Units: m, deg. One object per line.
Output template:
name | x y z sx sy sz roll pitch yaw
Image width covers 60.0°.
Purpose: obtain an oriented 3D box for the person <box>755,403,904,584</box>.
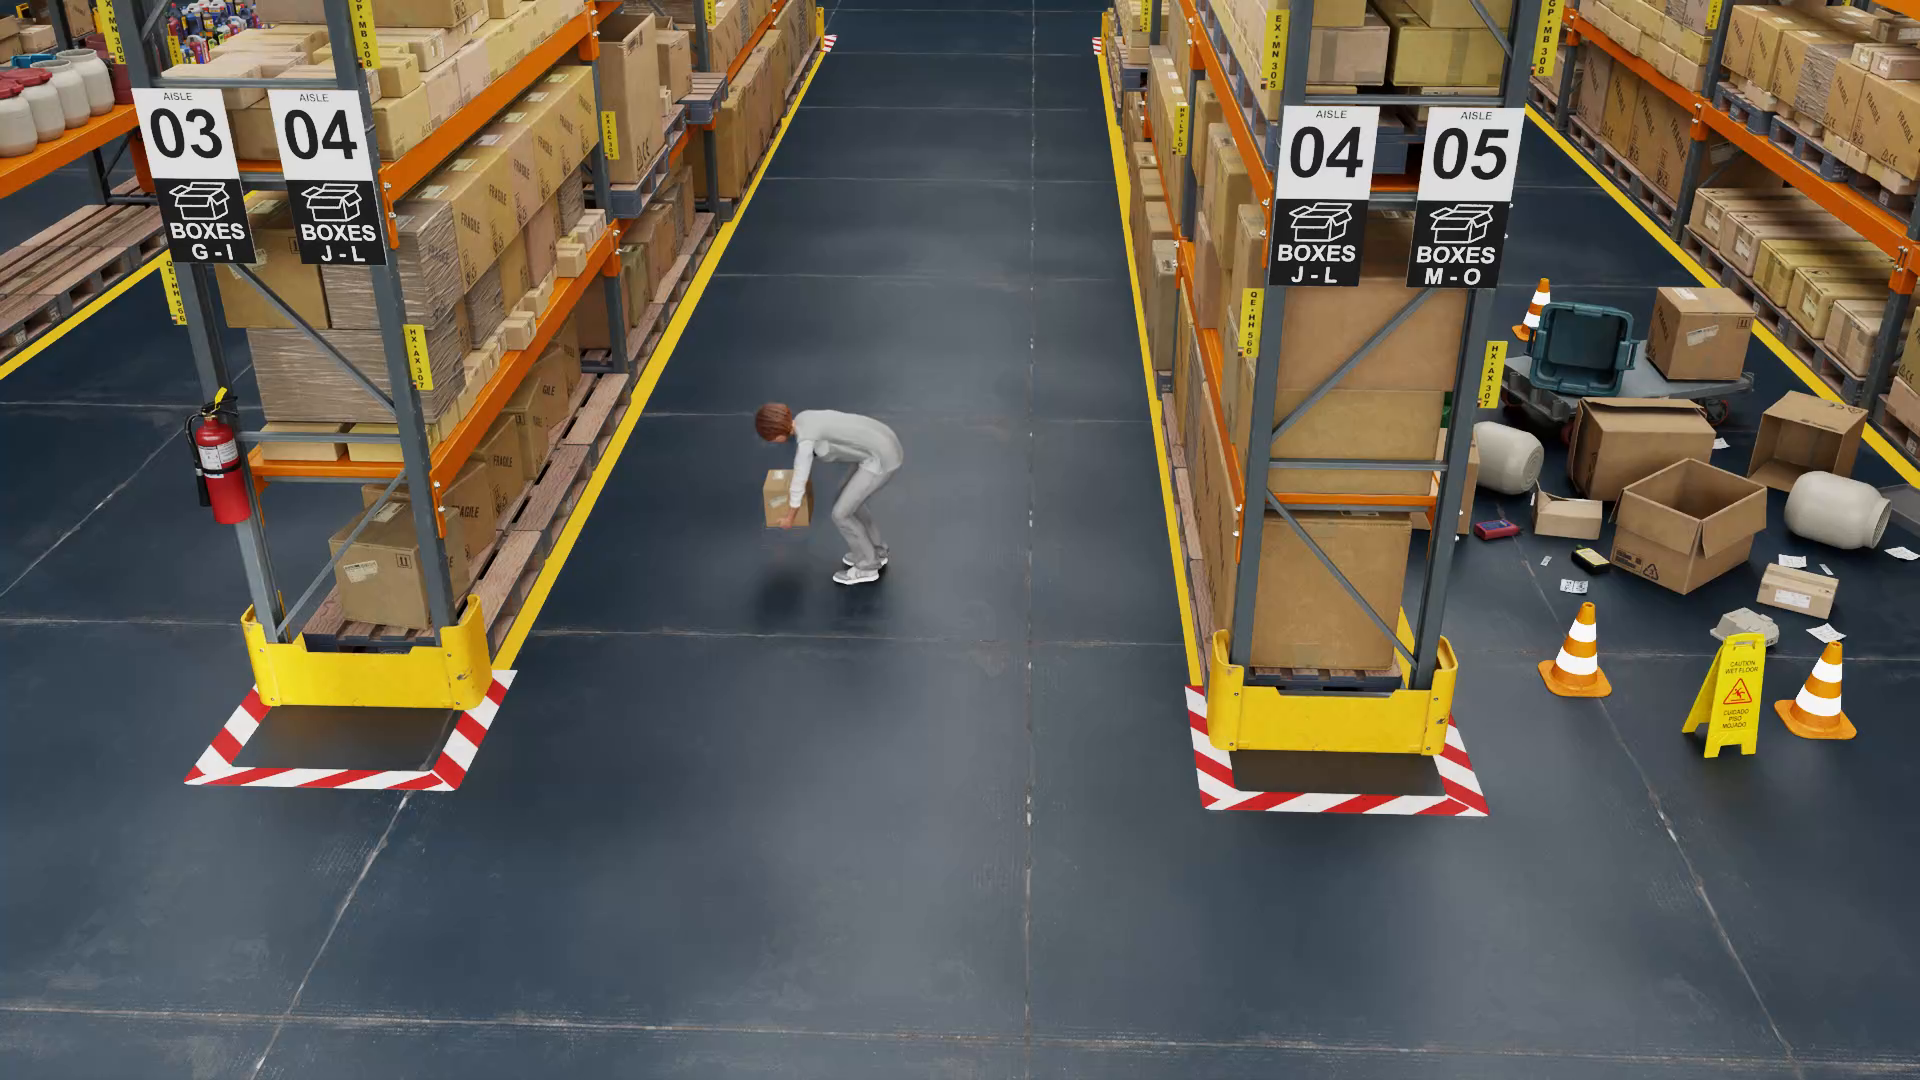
person | -0.747 -0.287 9.695 0.846 1.095 0.400 0 28 0
